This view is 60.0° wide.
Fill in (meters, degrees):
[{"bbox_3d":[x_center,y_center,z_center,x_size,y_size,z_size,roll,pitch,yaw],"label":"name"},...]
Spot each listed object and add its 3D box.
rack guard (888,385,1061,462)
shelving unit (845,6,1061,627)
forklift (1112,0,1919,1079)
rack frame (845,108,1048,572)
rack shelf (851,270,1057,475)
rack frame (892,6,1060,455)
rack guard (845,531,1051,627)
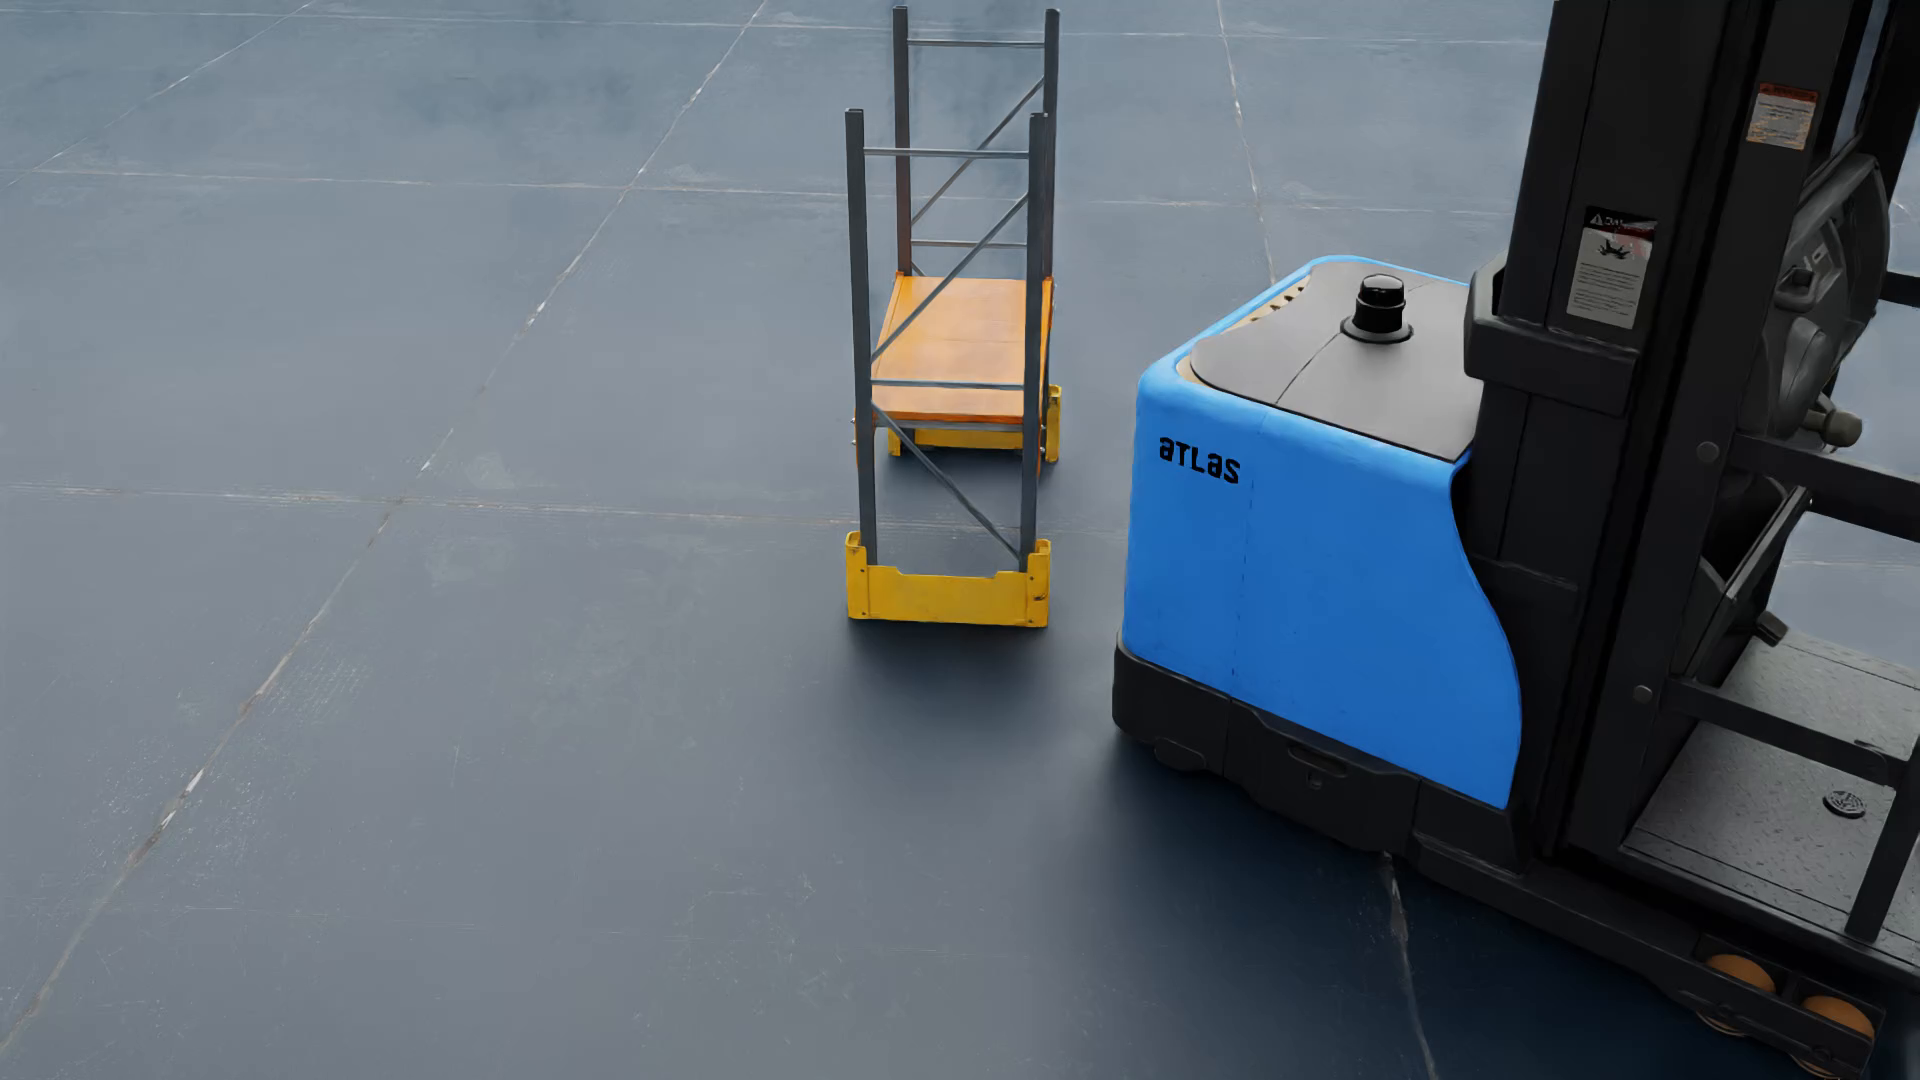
[{"bbox_3d":[0.047,-0.407,5.672,0.587,0.250,0.087,2,32,4],"label":"rack guard"},{"bbox_3d":[0.006,-0.678,4.921,0.587,1.500,1.083,2,32,4],"label":"shelving unit"},{"bbox_3d":[1.876,-0.451,3.188,3.031,2.935,1.130,22,38,31],"label":"forklift"},{"bbox_3d":[-0.034,-0.417,4.498,0.500,1.500,0.032,2,32,4],"label":"rack frame"},{"bbox_3d":[0.007,-0.530,5.023,0.538,0.185,1.000,2,32,4],"label":"rack shelf"},{"bbox_3d":[0.048,-0.949,5.360,0.500,1.500,0.032,2,32,4],"label":"rack frame"},{"bbox_3d":[-0.034,0.114,4.827,0.587,0.250,0.087,2,32,4],"label":"rack guard"}]
